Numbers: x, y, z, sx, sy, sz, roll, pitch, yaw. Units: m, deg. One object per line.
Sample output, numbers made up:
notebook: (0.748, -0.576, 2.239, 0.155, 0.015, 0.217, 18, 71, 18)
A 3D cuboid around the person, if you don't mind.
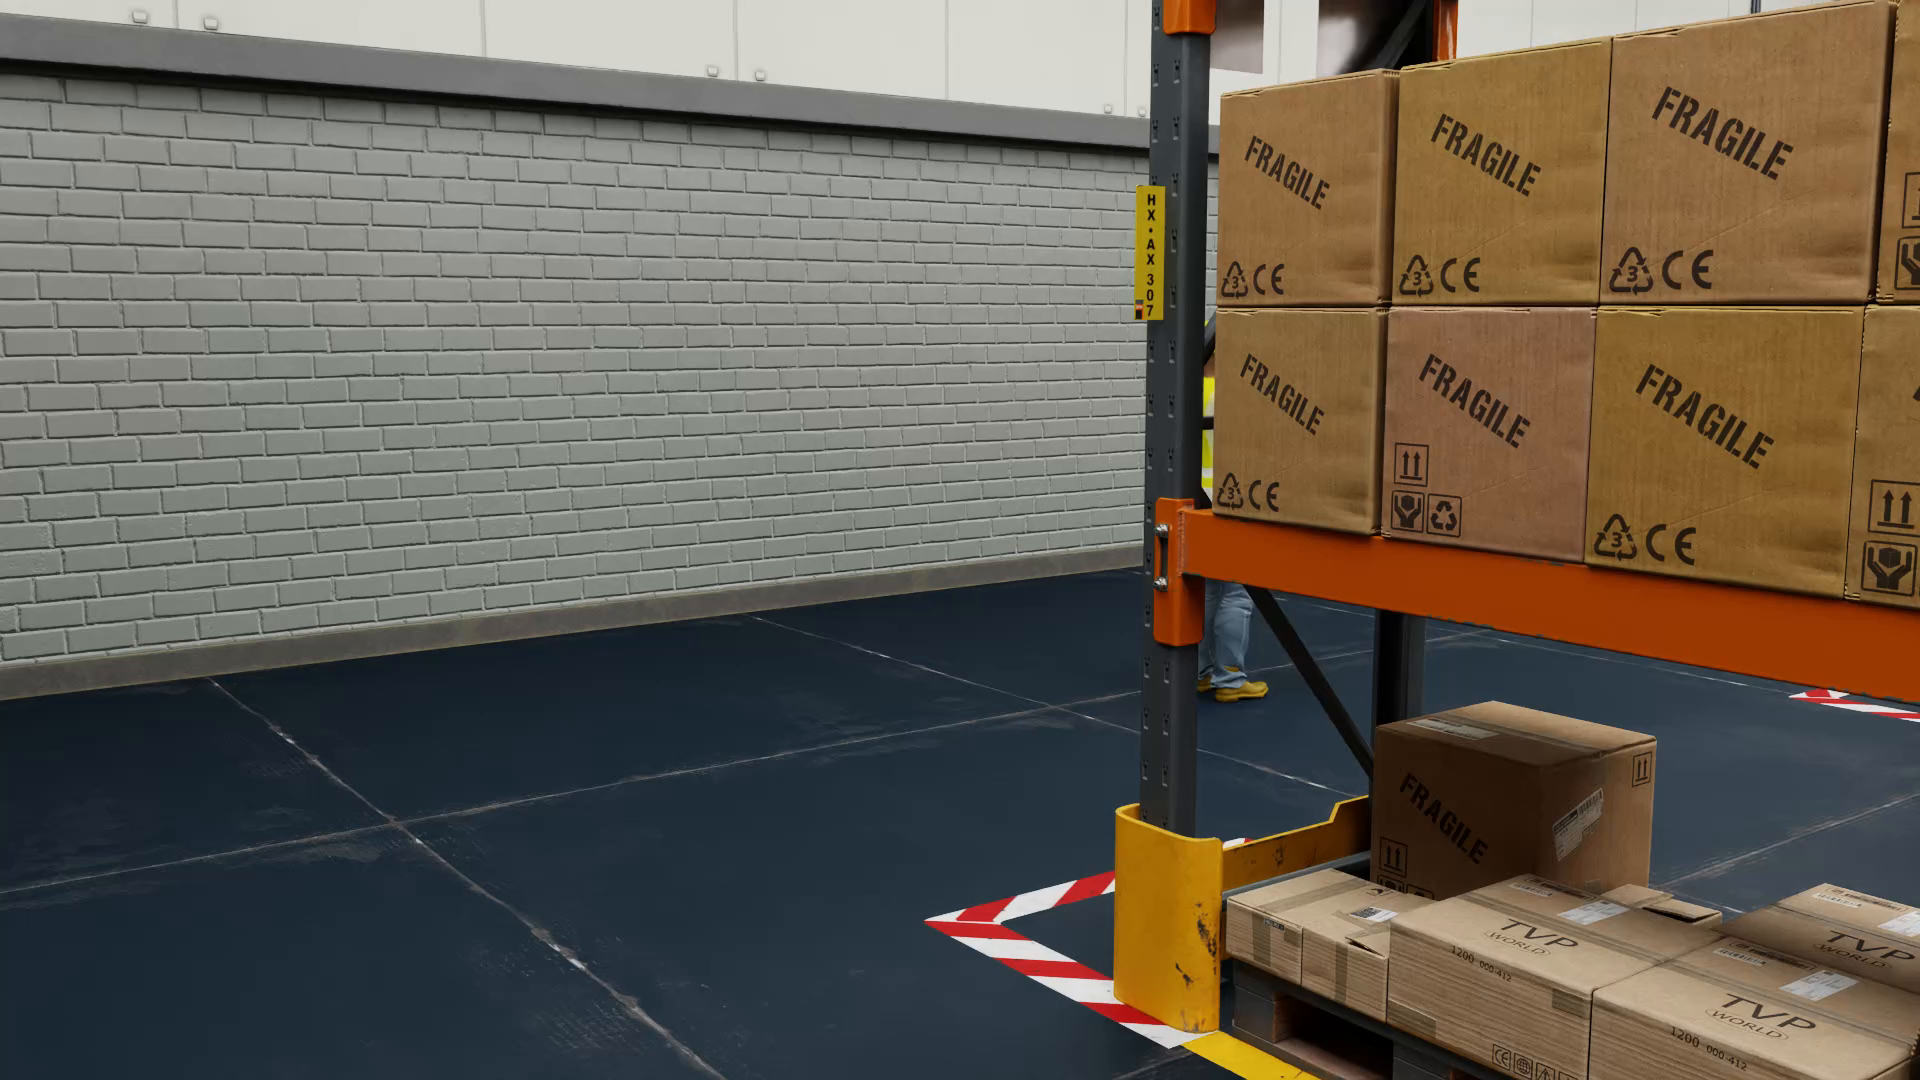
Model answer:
person: (1.278, -0.150, 7.838, 0.583, 1.760, 0.504, -5, 9, -35)
